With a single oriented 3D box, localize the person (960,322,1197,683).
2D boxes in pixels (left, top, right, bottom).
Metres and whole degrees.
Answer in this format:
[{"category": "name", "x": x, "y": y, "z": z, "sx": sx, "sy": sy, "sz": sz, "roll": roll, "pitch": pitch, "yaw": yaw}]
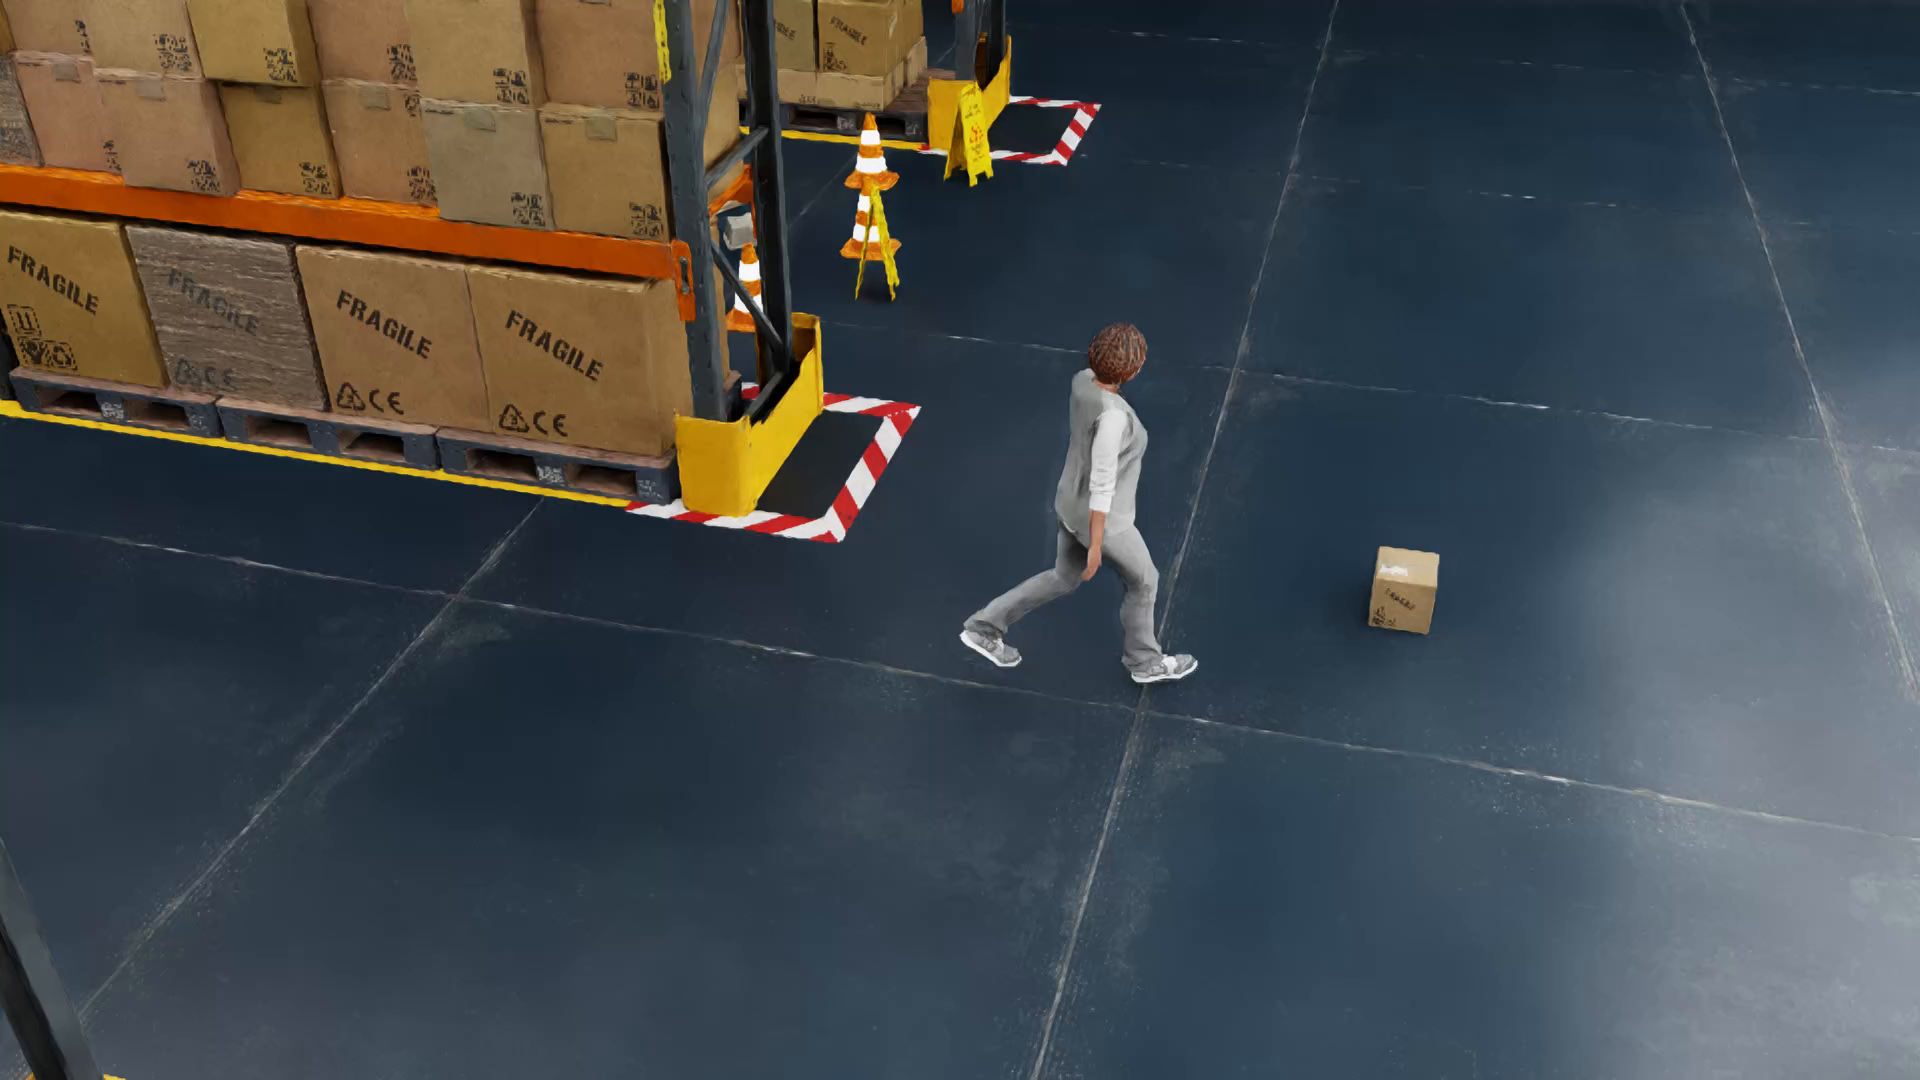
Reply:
[{"category": "person", "x": 0.481, "y": -0.096, "z": 6.316, "sx": 0.931, "sy": 1.547, "sz": 0.490, "roll": -8, "pitch": 34, "yaw": -12}]
